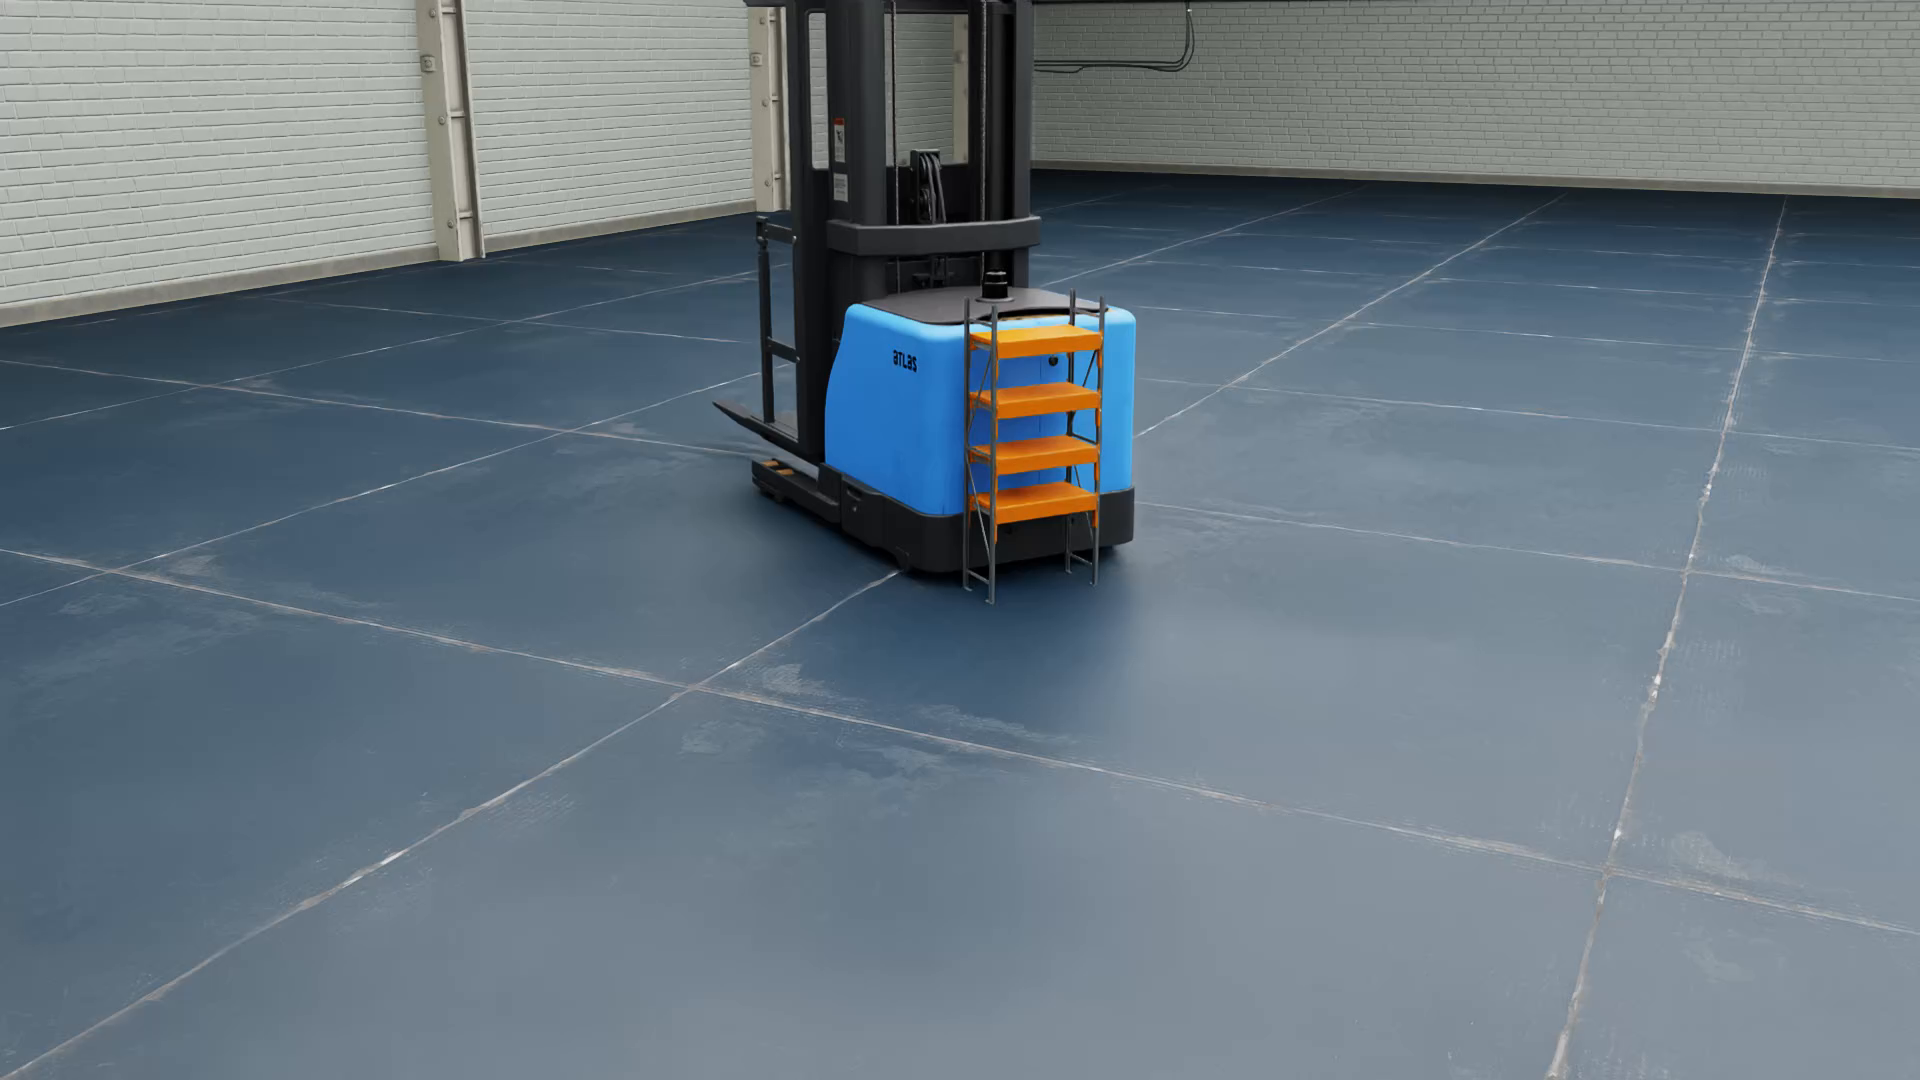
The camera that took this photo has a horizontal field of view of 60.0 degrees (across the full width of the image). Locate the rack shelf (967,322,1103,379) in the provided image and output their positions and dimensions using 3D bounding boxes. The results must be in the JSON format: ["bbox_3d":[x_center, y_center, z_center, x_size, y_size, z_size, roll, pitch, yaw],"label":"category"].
[{"bbox_3d":[0.293,-0.754,6.572,0.480,0.148,0.258,-9,19,-27],"label":"rack shelf"}]

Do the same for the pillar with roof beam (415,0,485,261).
[{"bbox_3d":[-1.391,-6.727,14.369,9.100,9.000,0.400,8,18,25],"label":"pillar with roof beam"}]

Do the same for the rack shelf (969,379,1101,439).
[{"bbox_3d":[0.293,-0.528,6.641,0.480,0.148,0.258,-9,19,-27],"label":"rack shelf"}]

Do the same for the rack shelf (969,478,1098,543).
[{"bbox_3d":[0.291,-0.123,6.763,0.480,0.148,0.258,-9,19,-27],"label":"rack shelf"}]

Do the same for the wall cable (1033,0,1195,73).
[{"bbox_3d":[2.619,-9.425,28.906,3.097,2.526,0.112,8,18,25],"label":"wall cable"}]

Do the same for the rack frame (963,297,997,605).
[{"bbox_3d":[0.077,-0.345,6.575,0.015,1.200,0.240,-9,19,-27],"label":"rack frame"}]

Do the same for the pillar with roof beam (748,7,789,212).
[{"bbox_3d":[1.290,-8.256,19.515,9.100,9.000,0.400,8,18,25],"label":"pillar with roof beam"}]

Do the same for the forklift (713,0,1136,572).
[{"bbox_3d":[-0.382,-1.642,7.904,1.130,2.935,3.031,-9,19,-27],"label":"forklift"}]

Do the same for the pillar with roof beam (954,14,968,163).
[{"bbox_3d":[3.971,-9.784,24.660,9.100,9.000,0.400,8,18,25],"label":"pillar with roof beam"}]

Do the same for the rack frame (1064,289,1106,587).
[{"bbox_3d":[0.507,-0.411,6.797,0.015,1.200,0.240,-9,19,-27],"label":"rack frame"}]

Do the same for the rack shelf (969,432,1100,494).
[{"bbox_3d":[0.292,-0.313,6.705,0.480,0.148,0.258,-9,19,-27],"label":"rack shelf"}]

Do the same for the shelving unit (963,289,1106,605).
[{"bbox_3d":[0.292,-0.378,6.686,0.503,1.200,0.258,-9,19,-27],"label":"shelving unit"}]
